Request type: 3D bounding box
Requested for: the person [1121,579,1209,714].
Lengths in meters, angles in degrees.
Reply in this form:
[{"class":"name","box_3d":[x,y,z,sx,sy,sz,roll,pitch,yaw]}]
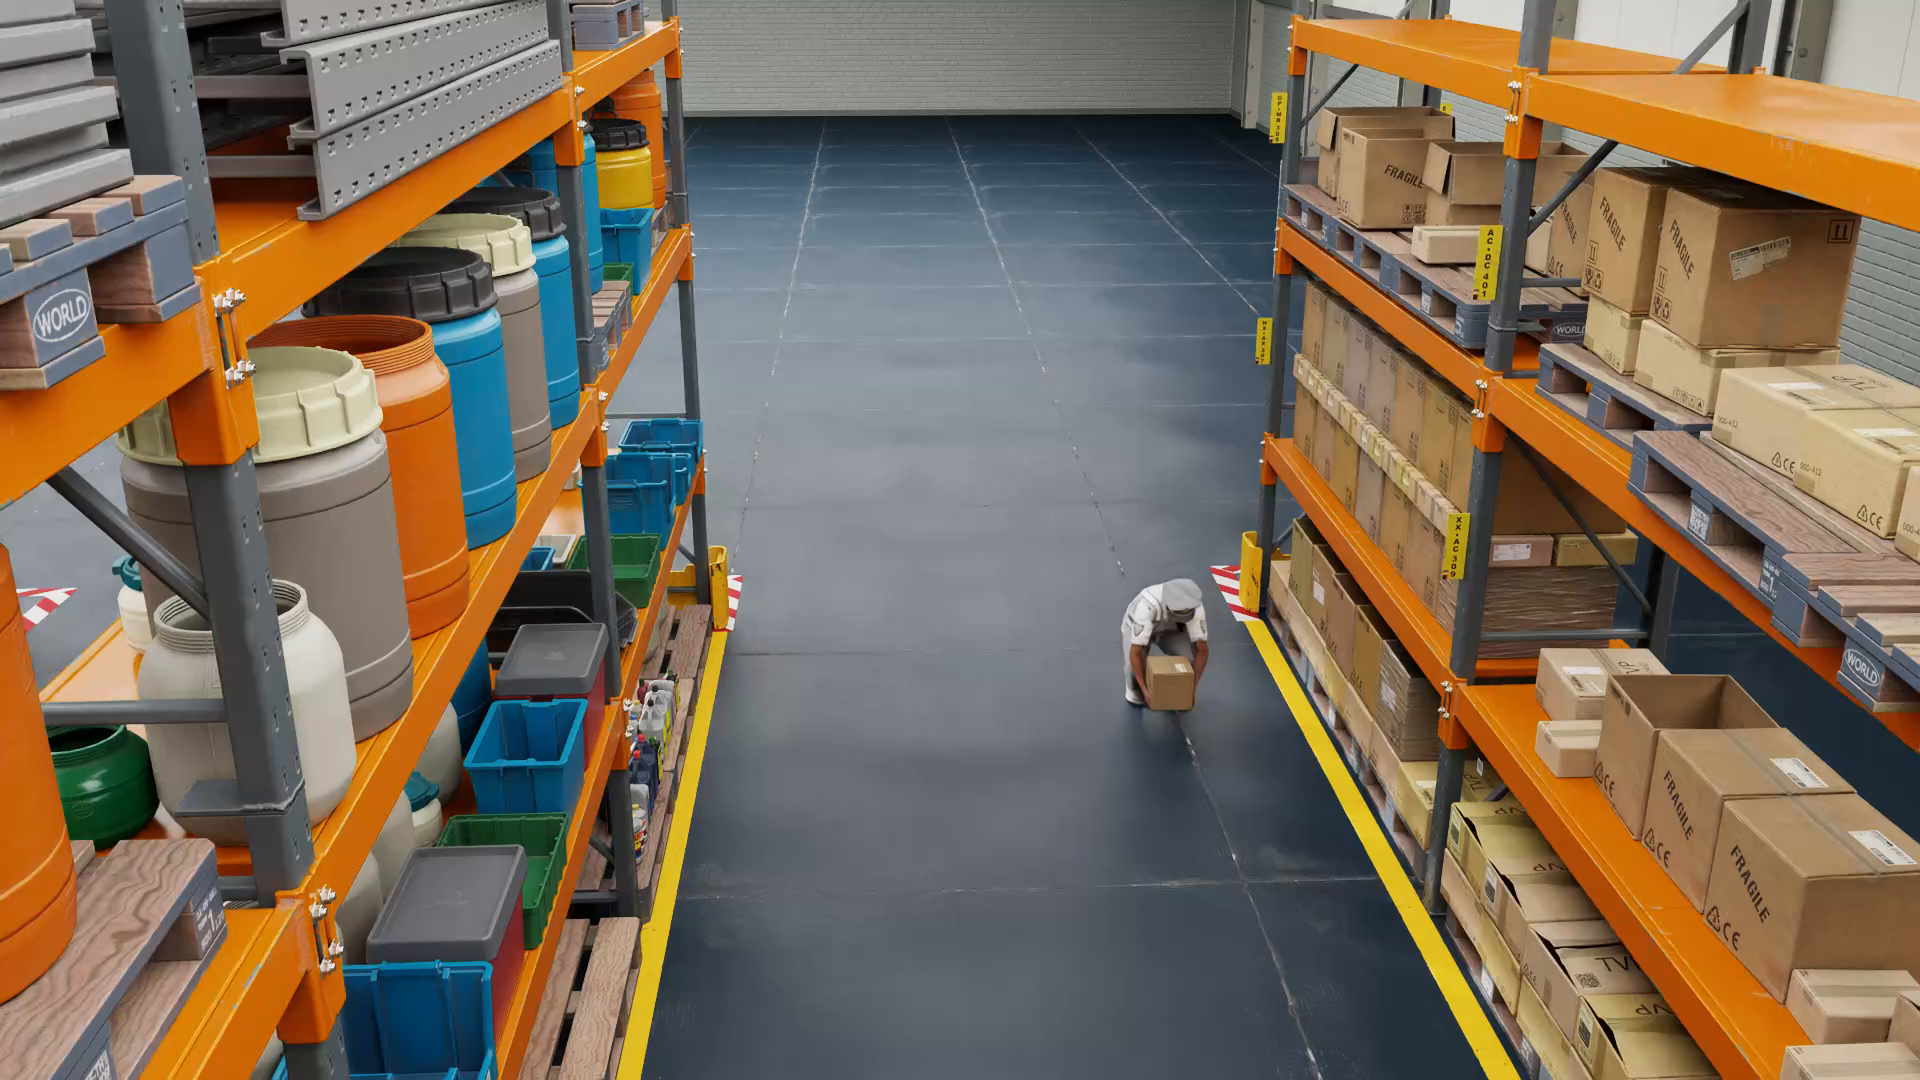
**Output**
[{"class":"person","box_3d":[1.283,0.619,10.462,0.499,0.946,0.848,-1,21,-3]}]
